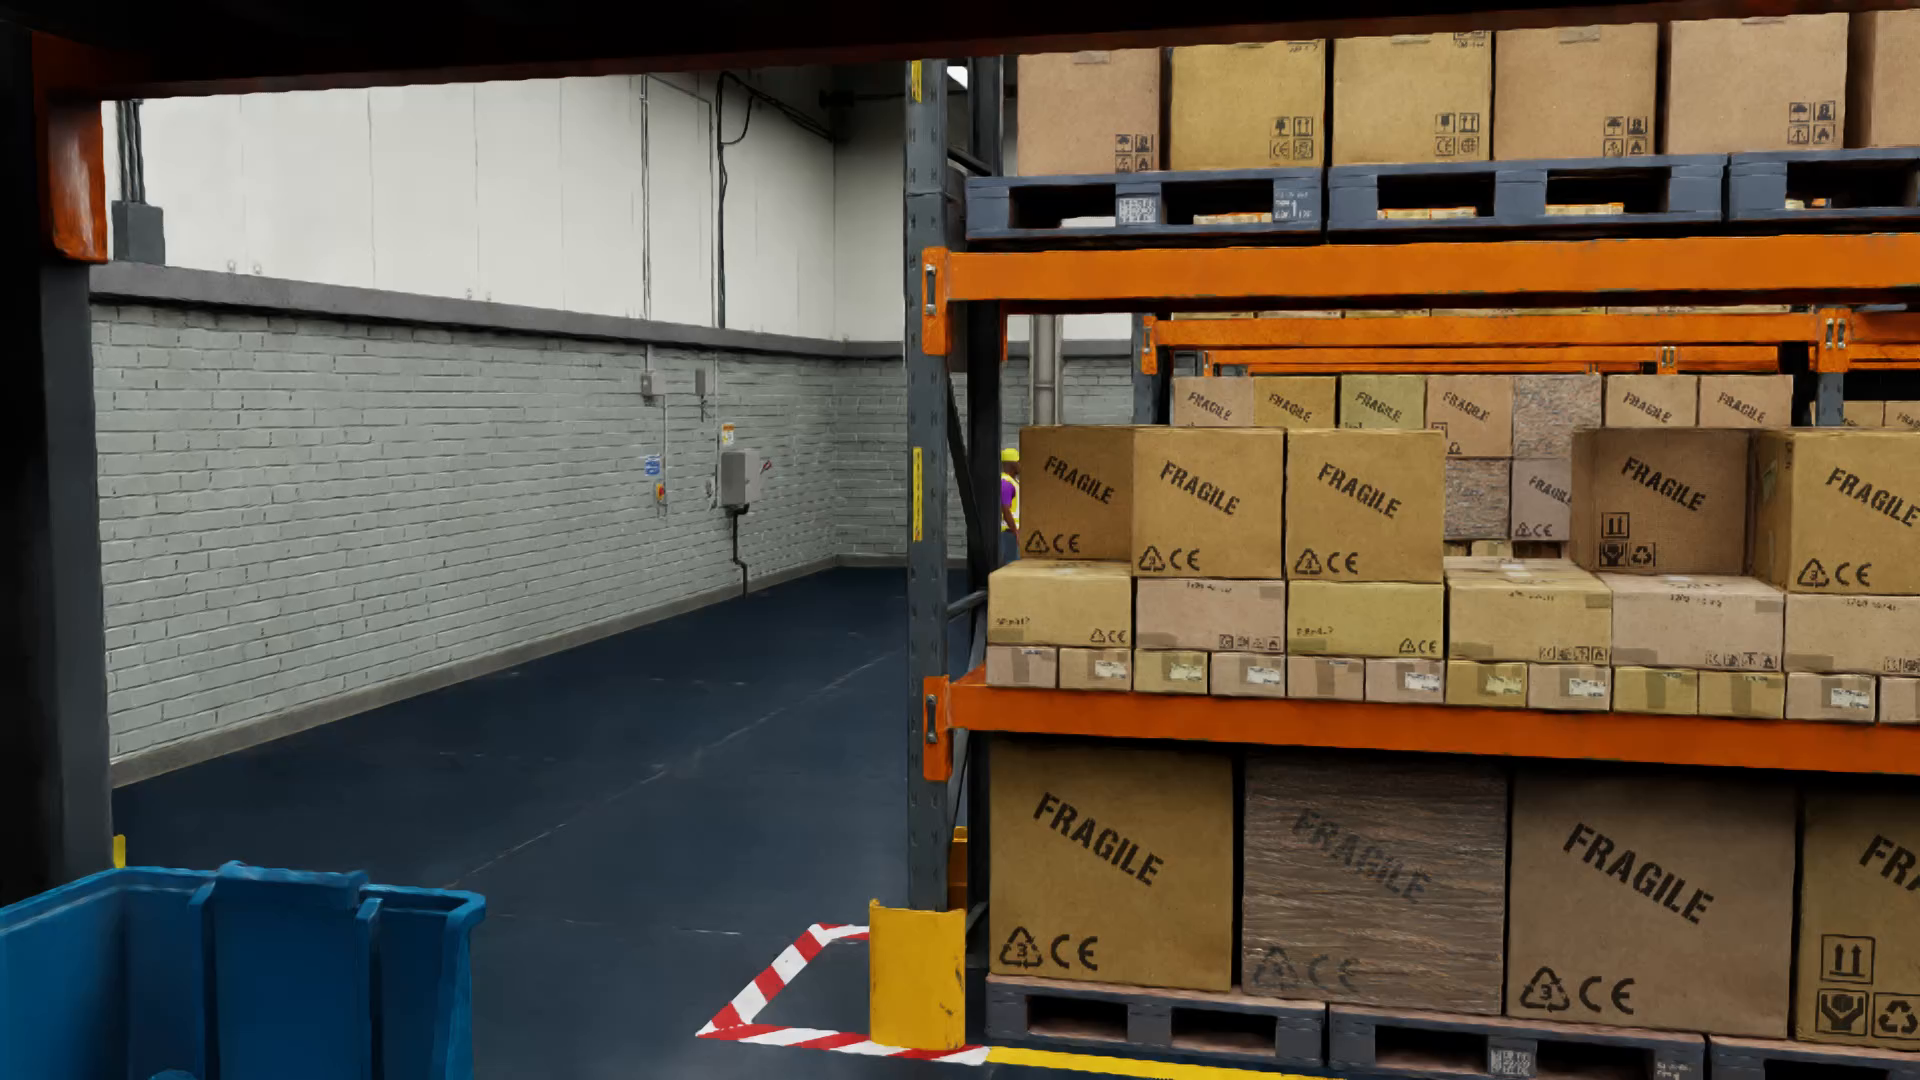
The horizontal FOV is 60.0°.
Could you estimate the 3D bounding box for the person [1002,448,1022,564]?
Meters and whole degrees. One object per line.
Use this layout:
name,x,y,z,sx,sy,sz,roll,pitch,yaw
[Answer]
person,0.583,-0.064,17.640,0.449,1.809,0.596,1,5,16
